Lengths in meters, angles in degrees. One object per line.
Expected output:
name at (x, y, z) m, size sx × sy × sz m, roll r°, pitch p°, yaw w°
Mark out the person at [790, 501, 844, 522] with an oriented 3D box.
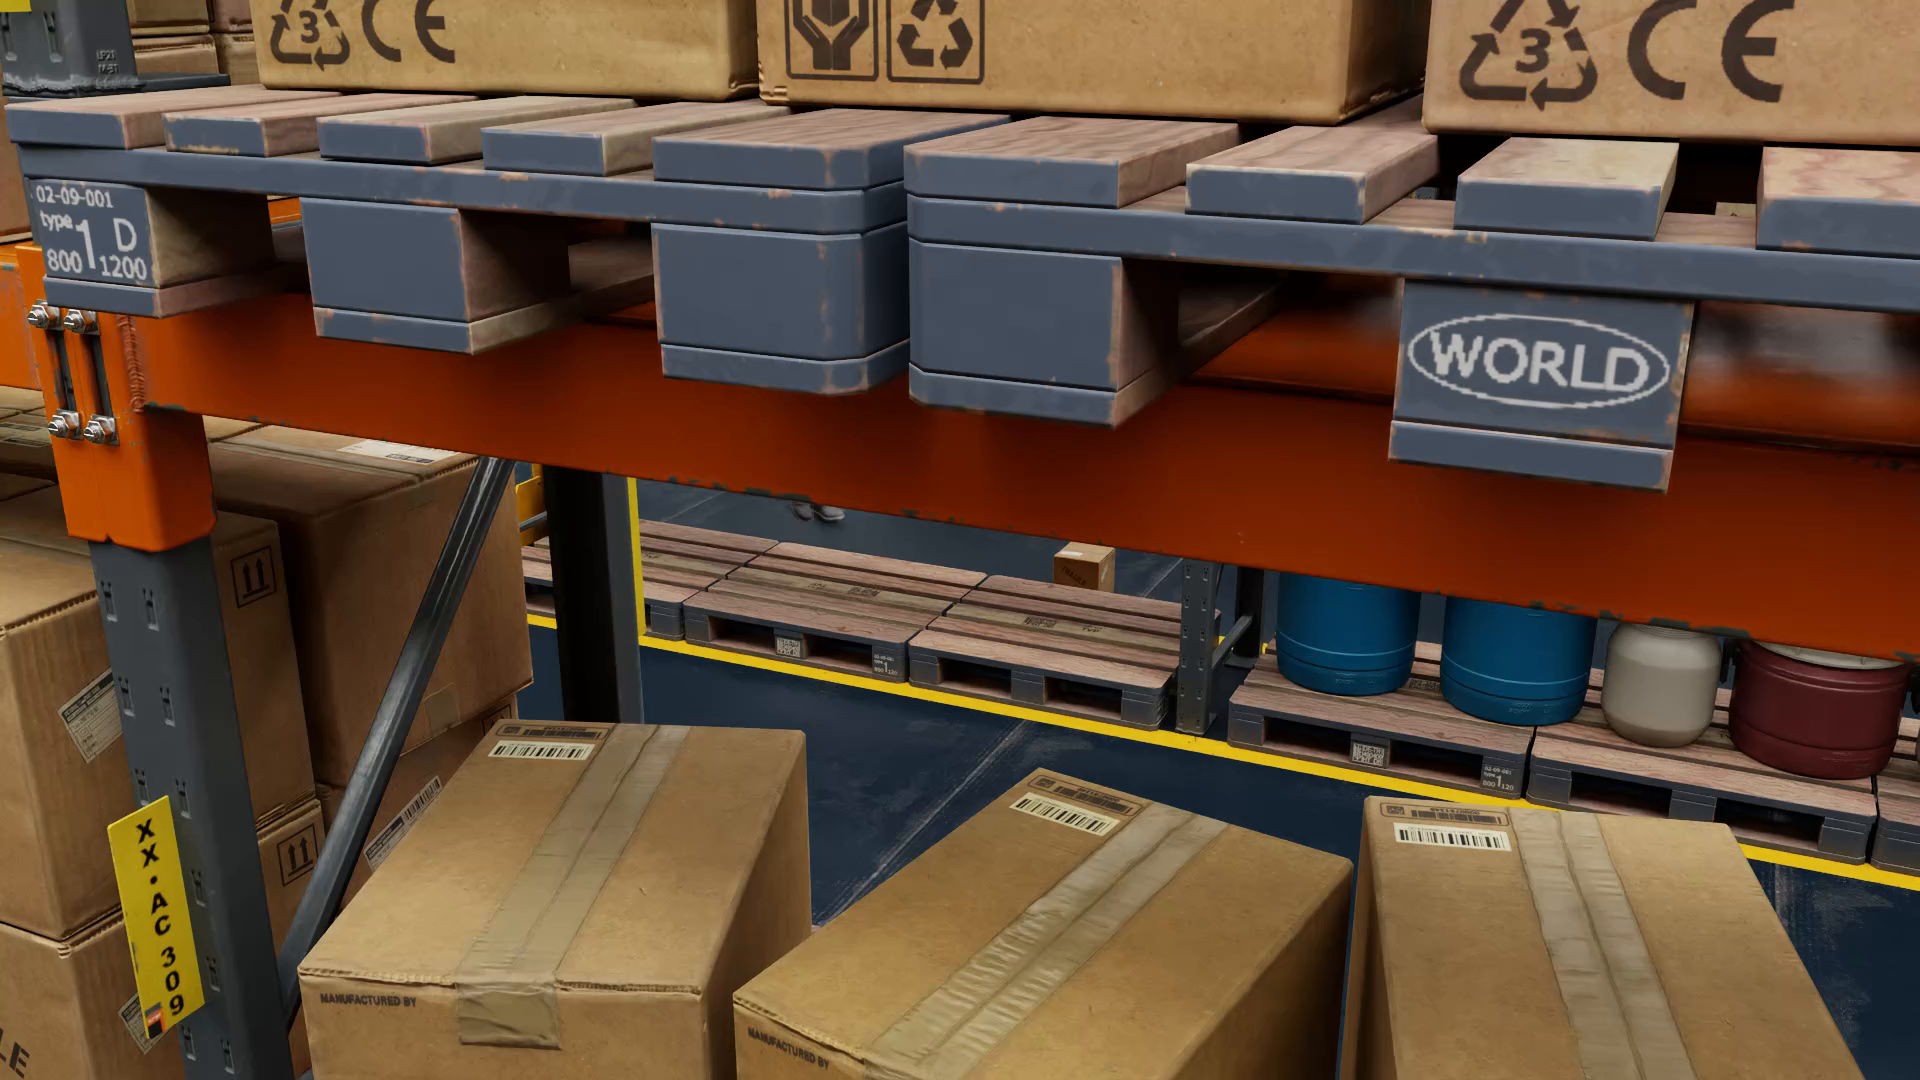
person at (-0.793, -0.915, 9.580) m, size 0.423 × 1.690 × 0.514 m, roll 17°, pitch 25°, yaw 40°
